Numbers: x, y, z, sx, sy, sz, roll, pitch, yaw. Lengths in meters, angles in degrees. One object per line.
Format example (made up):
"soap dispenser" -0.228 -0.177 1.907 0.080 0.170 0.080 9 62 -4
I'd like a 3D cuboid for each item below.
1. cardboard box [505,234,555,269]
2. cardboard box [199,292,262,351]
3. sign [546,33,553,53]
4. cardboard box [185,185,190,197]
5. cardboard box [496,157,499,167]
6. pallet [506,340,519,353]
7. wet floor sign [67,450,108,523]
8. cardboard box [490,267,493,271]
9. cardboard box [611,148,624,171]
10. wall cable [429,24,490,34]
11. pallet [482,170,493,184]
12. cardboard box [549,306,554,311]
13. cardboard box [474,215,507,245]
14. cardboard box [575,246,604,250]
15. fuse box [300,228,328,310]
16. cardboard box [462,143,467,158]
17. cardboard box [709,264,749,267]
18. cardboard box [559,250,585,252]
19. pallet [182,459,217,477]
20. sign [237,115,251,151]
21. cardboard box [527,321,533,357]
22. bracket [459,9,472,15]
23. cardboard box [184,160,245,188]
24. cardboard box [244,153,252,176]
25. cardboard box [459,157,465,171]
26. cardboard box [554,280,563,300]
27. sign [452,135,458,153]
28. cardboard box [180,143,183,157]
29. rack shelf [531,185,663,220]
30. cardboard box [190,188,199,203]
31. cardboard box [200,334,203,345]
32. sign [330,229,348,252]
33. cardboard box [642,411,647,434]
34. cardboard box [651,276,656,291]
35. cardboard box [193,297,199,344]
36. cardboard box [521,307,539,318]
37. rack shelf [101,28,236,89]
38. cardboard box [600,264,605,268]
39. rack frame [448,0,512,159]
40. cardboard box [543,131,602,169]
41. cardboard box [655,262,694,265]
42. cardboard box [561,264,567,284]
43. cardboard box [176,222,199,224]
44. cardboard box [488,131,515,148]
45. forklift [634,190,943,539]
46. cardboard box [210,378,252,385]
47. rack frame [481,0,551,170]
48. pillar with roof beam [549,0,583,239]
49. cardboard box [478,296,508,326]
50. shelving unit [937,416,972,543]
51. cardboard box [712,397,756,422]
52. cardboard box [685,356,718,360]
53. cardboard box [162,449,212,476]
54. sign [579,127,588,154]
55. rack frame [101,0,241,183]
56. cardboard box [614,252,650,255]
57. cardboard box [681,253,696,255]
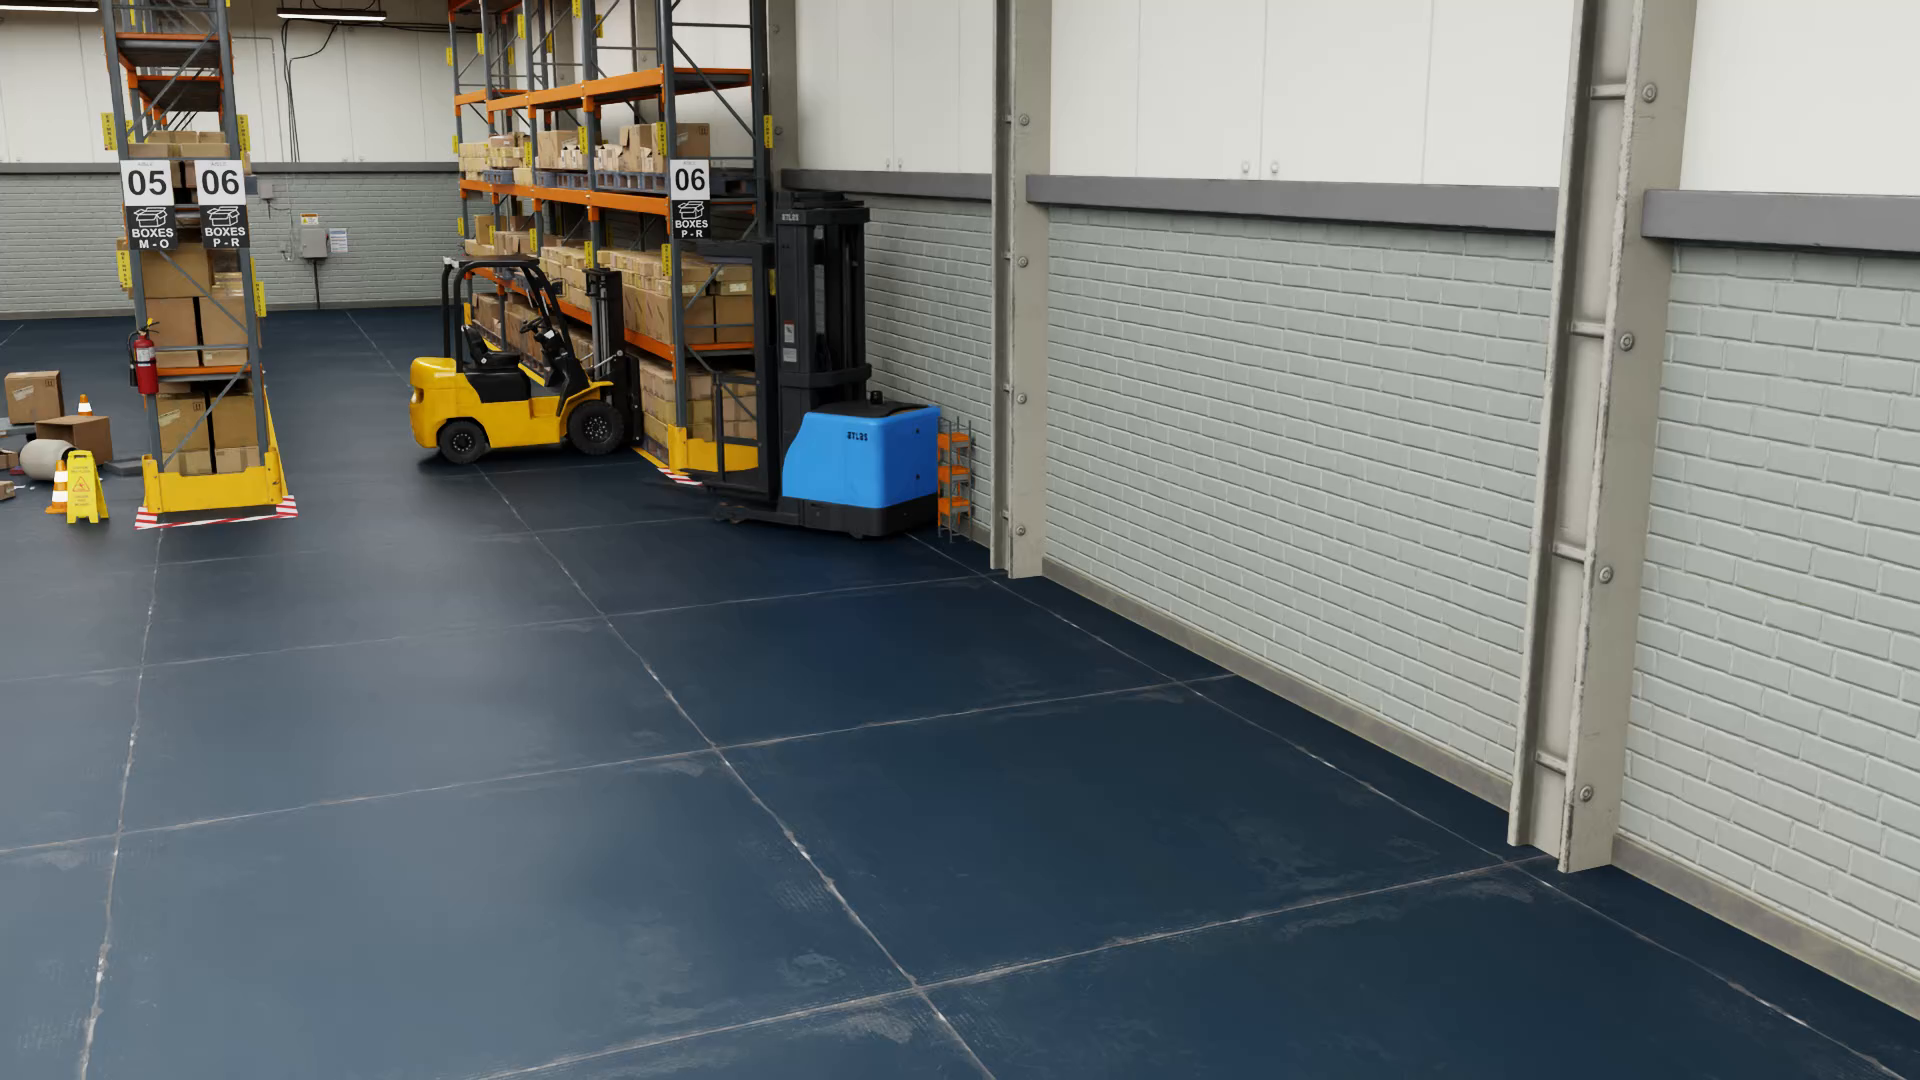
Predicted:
"cardboard box" -6.785 -4.569 26.306 0.700 0.500 0.500 -6 14 -23
"cardboard box" -6.971 -2.093 15.881 0.500 0.500 0.500 -6 14 -24
"sign" -6.790 -8.211 27.469 0.100 0.325 0.005 -6 14 -23
"cardboard box" -8.483 -3.755 17.848 0.380 0.149 0.250 -6 14 -23
"cardboard box" -7.129 -5.989 26.346 0.380 0.149 0.250 -6 14 -24
"pallet" -6.935 -3.182 27.650 1.003 0.211 1.213 -6 14 -23
"wet floor sign" -7.940 -0.494 15.073 0.267 0.644 0.232 -1 13 -4
"cardboard box" -7.905 -4.729 28.708 0.380 0.149 0.250 -5 14 -22
"cardboard box" -3.775 -4.367 19.081 0.396 0.266 0.258 -6 14 -24
"wall cable" -9.986 -12.446 35.852 2.988 3.039 0.133 -6 14 -23
"pallet" -7.099 -5.934 27.120 1.213 0.211 1.003 -6 14 -23
"cardboard box" -6.481 -3.742 27.061 0.380 0.149 0.250 -5 14 -21
"cardboard box" -8.362 -5.541 29.667 0.500 0.500 0.500 -5 14 -22
"cardboard box" -5.378 -4.195 24.180 0.380 0.149 0.250 -5 14 -21
"fuse box" -13.742 -5.777 35.536 0.539 1.711 0.414 -6 14 -23
"cardboard box" -8.764 -7.087 30.251 0.500 0.250 0.500 -6 14 -23
"cardboard box" -2.477 -2.885 17.862 0.380 0.149 0.250 -5 14 -21
"cardboard box" -5.357 -3.943 23.094 0.380 0.149 0.250 -5 14 -22
"pallet" -7.359 -0.605 16.516 1.003 0.211 1.213 -6 14 -23
"sign" -6.538 -3.713 15.170 0.100 0.325 0.005 -6 14 -23
"cardboard box" -6.463 -3.146 25.921 0.500 0.500 0.500 -5 14 -21
"bracket" -10.593 -11.390 35.641 0.235 0.232 0.430 -6 14 -23
"cardboard box" -6.993 -3.438 15.592 0.500 0.250 0.500 -6 14 -24
"cardboard box" -8.504 -4.353 19.275 0.500 0.250 0.500 -6 14 -25
"cardboard box" -8.971 -6.948 30.760 0.500 0.250 0.500 -6 14 -24
"cardboard box" -5.330 -3.482 23.094 0.500 0.250 0.500 -6 14 -25
"sign" -9.395 -7.370 30.969 0.100 0.325 0.005 -6 14 -23
"cardboard box" -7.106 -3.647 15.610 0.380 0.149 0.250 -6 14 -23
"rack shelf" -4.892 -4.576 22.434 1.077 0.370 4.000 -6 14 -23
"cardboard box" -7.058 -3.260 15.707 0.380 0.149 0.250 -6 14 -25
"cardboard box" -7.976 -2.030 17.045 0.380 0.149 0.250 -6 14 -23
"sign" -13.372 -6.446 35.779 0.329 0.494 0.001 -6 14 -23
"cardboard box" -3.349 -1.367 18.791 0.500 0.250 0.500 -5 14 -22
"cardboard box" -3.151 -2.798 18.148 0.380 0.149 0.250 -6 14 -23
"cardboard box" -7.702 -2.162 16.175 0.500 0.500 0.500 -6 14 -23
"cardboard box" -6.815 -3.646 26.643 0.380 0.149 0.250 -5 14 -21
"rack shelf" -7.837 -4.761 16.585 1.077 0.370 4.000 -6 14 -23
"cardboard box" -4.205 -3.327 20.434 0.380 0.149 0.250 -6 14 -24
"rack frame" -8.898 -8.454 30.941 1.000 3.000 0.127 -6 14 -23
"cardboard box" -5.333 -5.375 22.915 0.700 0.500 0.500 -6 14 -24
"cardboard box" -3.114 -2.948 18.137 0.380 0.149 0.250 -6 14 -23
"cardboard box" -5.119 -3.619 22.578 0.500 0.250 0.500 -5 14 -22
"cardboard box" -11.093 -4.257 23.672 0.500 0.500 0.500 -6 14 -23
"cardboard box" -7.495 -6.550 27.193 0.396 0.266 0.258 -6 14 -24
"forklift" -1.665 -1.666 15.066 3.031 2.935 1.130 8 15 32
"cardboard box" -7.522 -1.416 17.338 0.500 0.500 0.500 -5 14 -22
"rack frame" -7.296 -7.628 27.371 1.000 3.000 0.127 -6 14 -23
"pillar with roof beam" -10.693 -7.464 26.664 9.100 9.000 0.400 -6 14 -23
"cardboard box" -8.433 -4.203 30.491 0.700 0.500 0.500 -5 14 -21
"shelving unit" -0.047 -0.519 14.279 0.215 1.050 0.252 -6 14 -24
"cardboard box" -2.487 -1.450 18.042 0.500 0.250 0.500 -5 14 -22
"cardboard box" -3.101 -2.008 19.343 0.500 0.250 0.500 -6 14 -24
"cardboard box" -7.615 -0.789 16.295 0.500 0.250 0.500 -6 14 -23
"sign" -4.585 -4.868 20.253 0.100 0.325 0.005 -6 14 -23
"rack frame" -7.035 -4.700 14.718 1.000 3.000 0.127 -6 14 -23
"cardboard box" -3.938 -3.372 19.965 0.380 0.149 0.250 -6 14 -24
"cardboard box" -3.263 -3.313 19.711 0.380 0.149 0.250 -6 14 -24
